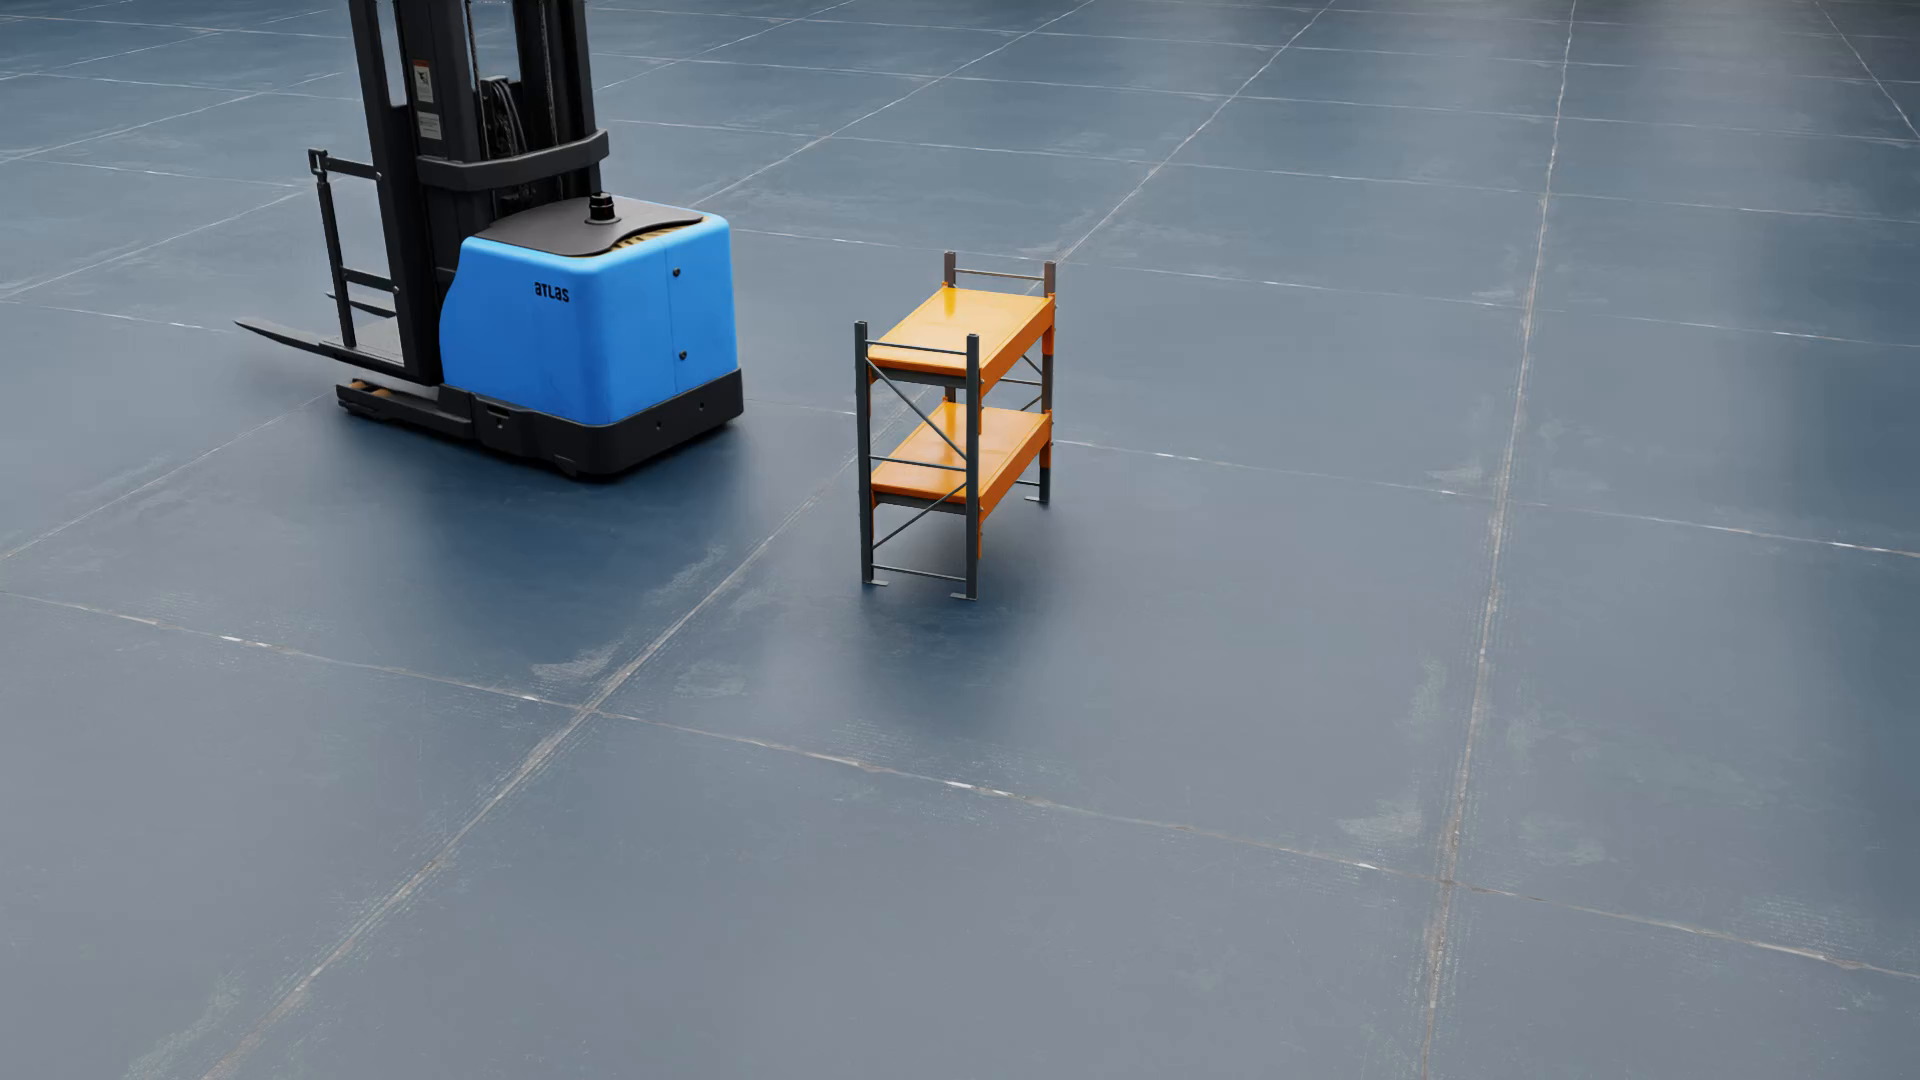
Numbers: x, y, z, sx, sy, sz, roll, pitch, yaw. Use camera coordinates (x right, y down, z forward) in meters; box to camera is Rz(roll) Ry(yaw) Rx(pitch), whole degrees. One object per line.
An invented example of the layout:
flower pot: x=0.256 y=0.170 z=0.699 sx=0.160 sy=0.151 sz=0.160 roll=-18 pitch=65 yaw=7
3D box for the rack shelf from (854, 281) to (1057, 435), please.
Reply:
rack shelf: x=0.002 y=-0.772 z=6.883 sx=0.538 sy=0.278 sz=1.000 roll=9 pitch=27 yaw=17

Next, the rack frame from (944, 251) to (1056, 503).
rack frame: x=0.171 y=-0.718 z=7.442 sx=0.500 sy=1.125 sz=0.032 roll=9 pitch=27 yaw=17

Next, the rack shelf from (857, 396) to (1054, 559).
rack shelf: x=0.002 y=-0.289 z=7.117 sx=0.538 sy=0.278 sz=1.000 roll=9 pitch=27 yaw=17

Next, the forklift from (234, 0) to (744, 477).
forklift: x=-2.605 y=-2.095 z=8.214 sx=3.031 sy=2.935 sz=1.130 roll=16 pitch=30 yaw=30

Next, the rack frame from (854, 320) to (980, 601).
rack frame: x=-0.167 y=-0.300 z=6.579 sx=0.500 sy=1.125 sz=0.032 roll=9 pitch=27 yaw=17

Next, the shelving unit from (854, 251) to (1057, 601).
shelving unit: x=0.002 y=-0.509 z=7.011 sx=0.538 sy=1.125 sz=1.048 roll=9 pitch=27 yaw=17
